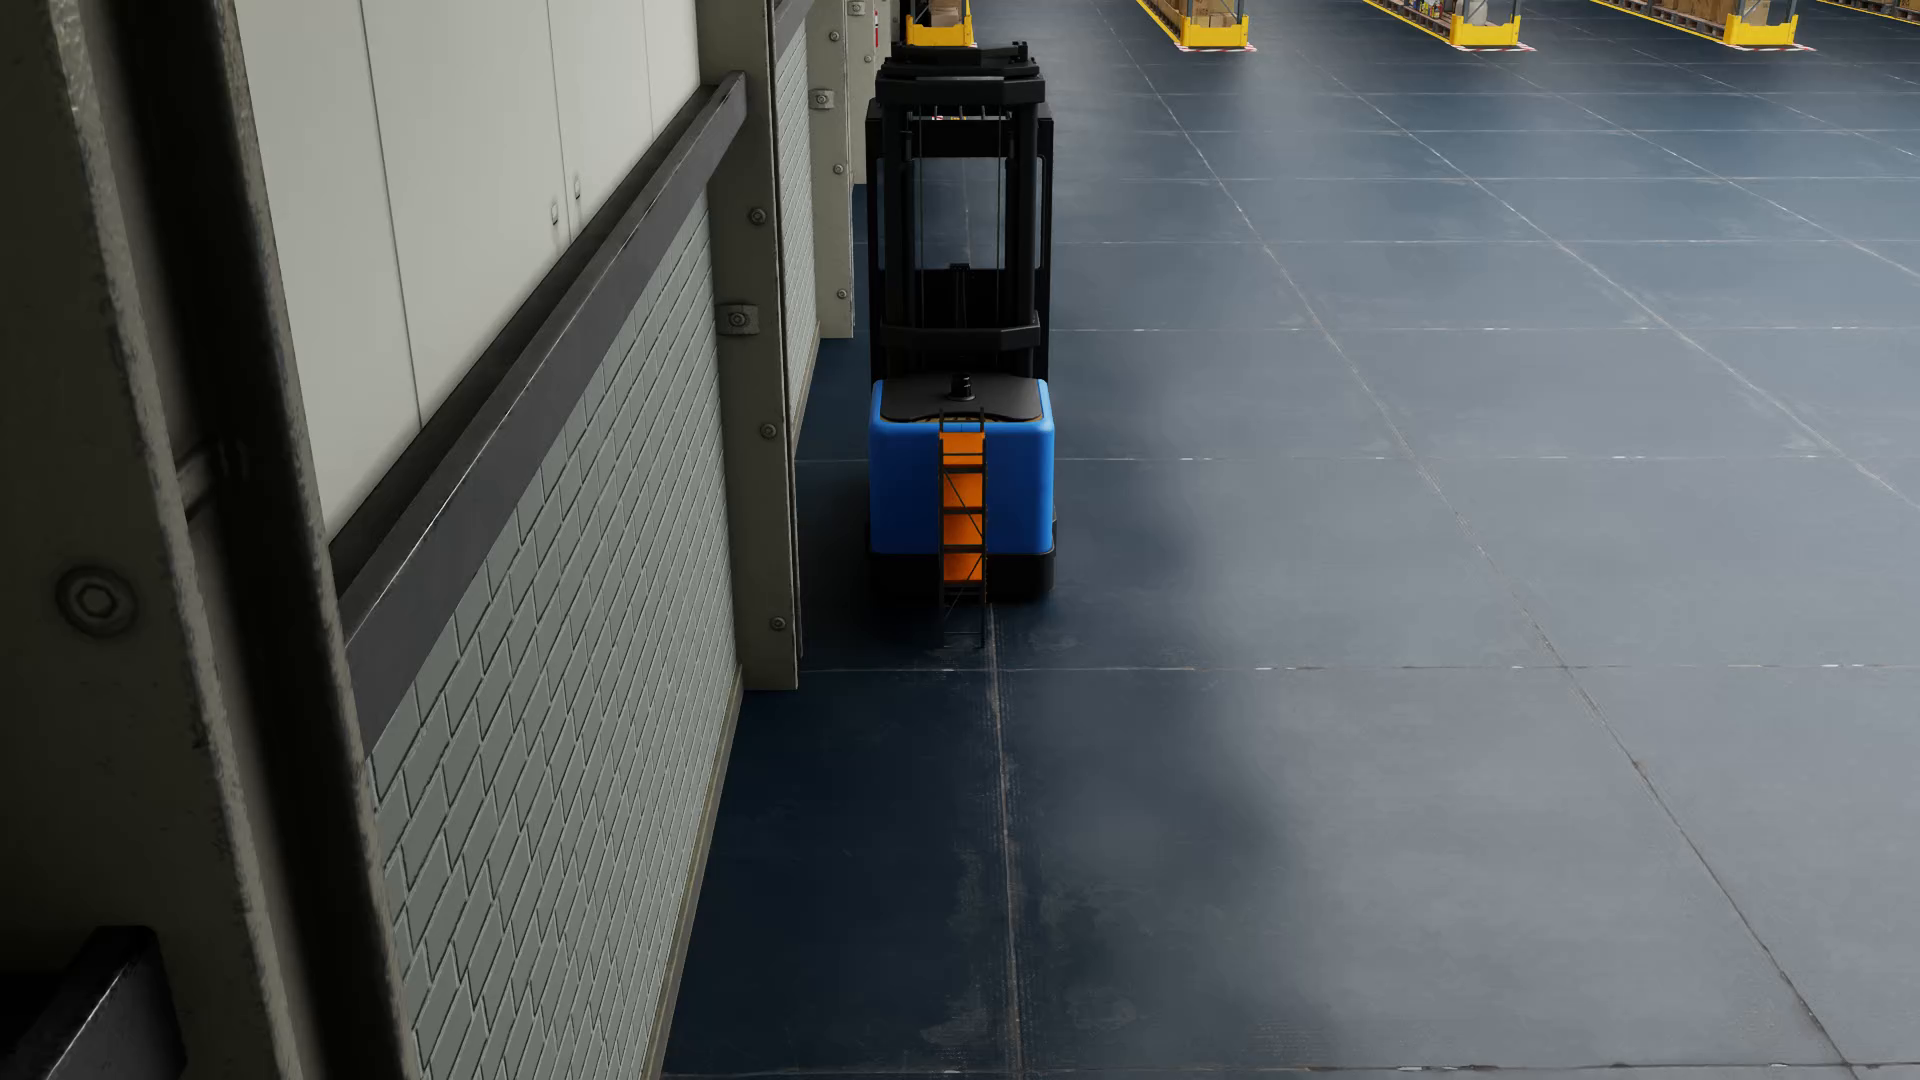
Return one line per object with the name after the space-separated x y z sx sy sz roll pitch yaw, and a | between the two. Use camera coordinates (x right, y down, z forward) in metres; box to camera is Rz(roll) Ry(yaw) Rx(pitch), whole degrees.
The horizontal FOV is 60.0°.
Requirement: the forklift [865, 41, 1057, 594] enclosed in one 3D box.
-0.006 -1.592 10.213 1.130 2.935 3.031 0 24 -1 | forklift

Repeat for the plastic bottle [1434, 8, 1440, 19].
9.063 -10.009 31.601 0.097 0.201 0.097 0 24 0 | plastic bottle

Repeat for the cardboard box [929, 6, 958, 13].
-0.309 -9.780 30.962 0.500 0.311 0.500 2 24 4 | cardboard box

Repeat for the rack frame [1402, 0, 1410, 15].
9.477 -11.977 33.091 1.000 3.000 0.127 0 24 -1 | rack frame

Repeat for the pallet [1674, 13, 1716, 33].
14.489 -9.948 31.989 1.003 0.211 1.213 0 24 -1 | pallet

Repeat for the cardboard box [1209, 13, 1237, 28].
4.784 -9.468 30.372 0.500 0.250 0.500 0 24 -1 | cardboard box

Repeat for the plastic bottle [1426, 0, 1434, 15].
9.080 -10.306 32.078 0.144 0.351 0.185 1 24 2 | plastic bottle

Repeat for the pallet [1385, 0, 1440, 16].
9.430 -11.030 34.381 1.003 0.211 1.213 0 24 -1 | pallet

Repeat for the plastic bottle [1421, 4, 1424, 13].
9.053 -10.373 32.407 0.097 0.201 0.097 0 24 0 | plastic bottle

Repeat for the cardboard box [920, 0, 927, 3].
-0.454 -11.297 34.087 0.700 0.500 0.500 1 24 1 | cardboard box

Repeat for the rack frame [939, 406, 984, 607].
0.009 -0.169 9.167 0.240 1.200 0.015 0 24 -1 | rack frame

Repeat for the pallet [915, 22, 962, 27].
-0.360 -9.380 30.732 1.003 0.211 1.213 0 24 -1 | pallet

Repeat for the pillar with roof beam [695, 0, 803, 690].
3.308 -3.432 6.918 9.100 9.000 0.400 0 24 -1 | pillar with roof beam

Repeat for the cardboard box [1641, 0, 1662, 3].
14.445 -11.314 34.124 0.700 0.500 0.500 -2 24 -5 | cardboard box

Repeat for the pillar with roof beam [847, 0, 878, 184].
3.178 -8.376 17.851 9.100 9.000 0.400 0 24 -1 | pillar with roof beam

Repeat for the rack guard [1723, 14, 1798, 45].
14.473 -9.243 30.080 1.175 0.500 0.348 0 24 -1 | rack guard

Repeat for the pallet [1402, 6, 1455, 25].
9.443 -10.429 33.053 1.003 0.211 1.213 0 24 -1 | pallet

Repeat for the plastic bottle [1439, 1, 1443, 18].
9.194 -10.151 31.816 0.061 0.283 0.133 0 24 -1 | plastic bottle

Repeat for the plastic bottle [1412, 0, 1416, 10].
9.073 -10.670 32.973 0.152 0.276 0.135 1 24 1 | plastic bottle

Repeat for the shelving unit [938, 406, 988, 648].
0.012 -0.068 8.945 0.258 1.200 0.503 0 24 -1 | shelving unit

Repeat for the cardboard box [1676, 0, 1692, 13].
14.408 -10.650 32.682 0.500 0.500 0.500 8 25 16 | cardboard box

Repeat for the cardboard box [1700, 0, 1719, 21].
14.455 -10.165 31.608 0.500 0.500 0.500 2 24 4 | cardboard box

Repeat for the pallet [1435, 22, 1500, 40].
9.470 -9.424 30.830 1.003 0.211 1.213 0 24 -1 | pallet

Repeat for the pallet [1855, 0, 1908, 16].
19.307 -11.027 34.374 1.003 0.211 1.213 0 24 -1 | pallet

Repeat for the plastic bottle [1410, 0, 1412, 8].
9.044 -10.727 33.190 0.097 0.201 0.097 0 24 0 | plastic bottle

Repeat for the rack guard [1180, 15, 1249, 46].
4.568 -9.159 29.894 1.175 0.500 0.348 0 24 -1 | rack guard

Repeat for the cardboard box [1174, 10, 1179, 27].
4.249 -9.672 30.822 0.500 0.250 0.500 0 24 -1 | cardboard box

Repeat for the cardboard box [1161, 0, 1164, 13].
4.227 -10.496 32.644 0.500 0.250 0.500 0 24 -1 | cardboard box

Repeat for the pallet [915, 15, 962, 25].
-0.370 -9.881 31.841 1.003 0.211 1.213 0 24 -1 | pallet

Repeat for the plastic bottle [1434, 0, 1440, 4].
9.226 -10.360 32.287 0.152 0.276 0.135 0 24 -1 | plastic bottle

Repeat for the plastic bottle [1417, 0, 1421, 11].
9.073 -10.558 32.635 0.144 0.351 0.185 -1 24 -3 | plastic bottle

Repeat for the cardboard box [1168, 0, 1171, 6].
4.235 -10.426 31.578 0.500 0.500 0.500 0 24 -1 | cardboard box

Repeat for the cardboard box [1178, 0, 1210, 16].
4.265 -9.808 30.212 0.500 0.500 0.500 0 24 -1 | cardboard box

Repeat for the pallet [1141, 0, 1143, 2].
4.451 -11.994 36.514 1.003 0.211 1.213 0 24 -1 | pallet

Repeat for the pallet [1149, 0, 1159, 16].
4.477 -10.989 34.291 1.003 0.211 1.213 0 24 -1 | pallet

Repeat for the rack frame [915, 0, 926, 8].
-0.429 -11.932 32.992 1.000 3.000 0.127 0 24 -1 | rack frame

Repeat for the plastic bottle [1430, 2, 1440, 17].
9.087 -10.147 31.816 0.152 0.276 0.135 0 24 0 | plastic bottle

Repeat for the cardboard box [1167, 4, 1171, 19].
4.238 -10.084 31.733 0.500 0.250 0.500 0 24 -1 | cardboard box

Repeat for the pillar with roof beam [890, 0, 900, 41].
3.047 -13.321 28.784 9.100 9.000 0.400 0 24 -1 | pillar with roof beam

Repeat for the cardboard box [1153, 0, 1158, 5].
4.230 -11.064 33.900 0.500 0.250 0.500 0 24 -1 | cardboard box

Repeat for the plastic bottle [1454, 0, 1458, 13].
9.670 -10.396 32.357 0.061 0.283 0.133 0 24 -1 | plastic bottle

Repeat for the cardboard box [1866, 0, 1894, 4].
19.294 -11.401 34.039 1.050 0.750 0.750 0 24 -1 | cardboard box

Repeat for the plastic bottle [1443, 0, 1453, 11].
9.627 -10.582 32.778 0.152 0.276 0.135 0 24 -1 | plastic bottle

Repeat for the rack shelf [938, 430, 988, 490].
0.012 -0.426 8.783 0.258 0.148 0.480 0 24 -1 | rack shelf

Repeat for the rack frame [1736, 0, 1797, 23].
14.474 -10.351 29.496 1.000 3.000 0.127 0 24 -1 | rack frame

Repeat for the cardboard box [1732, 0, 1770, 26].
14.484 -9.660 30.493 0.500 0.500 0.500 4 25 9 | cardboard box

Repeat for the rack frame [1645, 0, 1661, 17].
14.430 -11.999 33.140 1.000 3.000 0.127 0 24 -1 | rack frame

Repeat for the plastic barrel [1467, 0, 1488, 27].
9.437 -9.657 30.472 0.421 0.512 0.421 0 24 0 | plastic barrel

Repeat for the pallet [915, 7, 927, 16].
-0.386 -10.385 32.956 1.003 0.211 1.213 0 24 -1 | pallet

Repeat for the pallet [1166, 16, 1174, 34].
4.507 -9.854 31.780 1.003 0.211 1.213 0 24 -1 | pallet

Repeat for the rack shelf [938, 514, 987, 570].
0.012 -0.007 8.973 0.258 0.148 0.480 0 24 -1 | rack shelf
